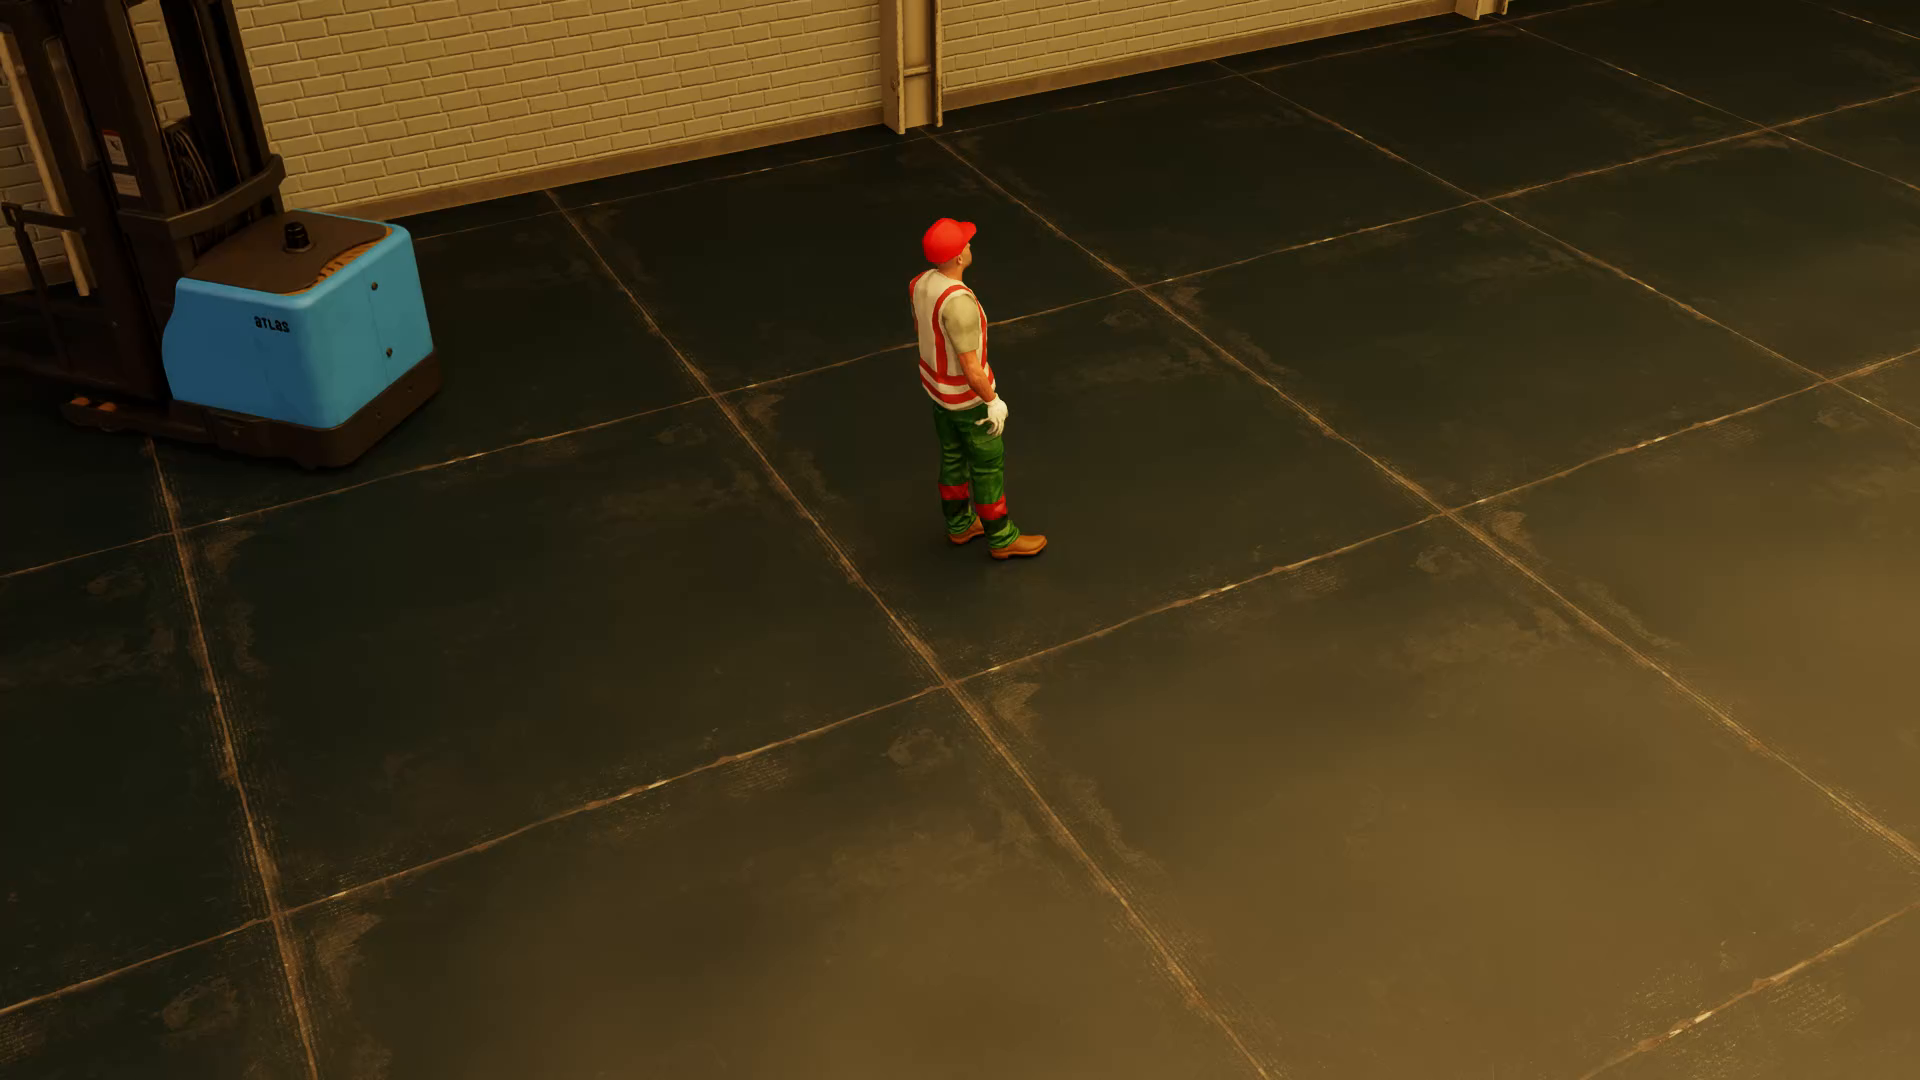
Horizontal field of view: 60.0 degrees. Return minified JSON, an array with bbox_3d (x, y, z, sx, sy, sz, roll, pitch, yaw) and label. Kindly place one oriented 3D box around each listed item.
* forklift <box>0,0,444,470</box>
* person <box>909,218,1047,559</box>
[{"bbox_3d":[-4.628,-2.090,9.080,3.031,2.935,1.130,11,37,15],"label":"forklift"},{"bbox_3d":[0.076,-0.753,8.165,0.562,1.789,0.638,-17,39,-23],"label":"person"}]
